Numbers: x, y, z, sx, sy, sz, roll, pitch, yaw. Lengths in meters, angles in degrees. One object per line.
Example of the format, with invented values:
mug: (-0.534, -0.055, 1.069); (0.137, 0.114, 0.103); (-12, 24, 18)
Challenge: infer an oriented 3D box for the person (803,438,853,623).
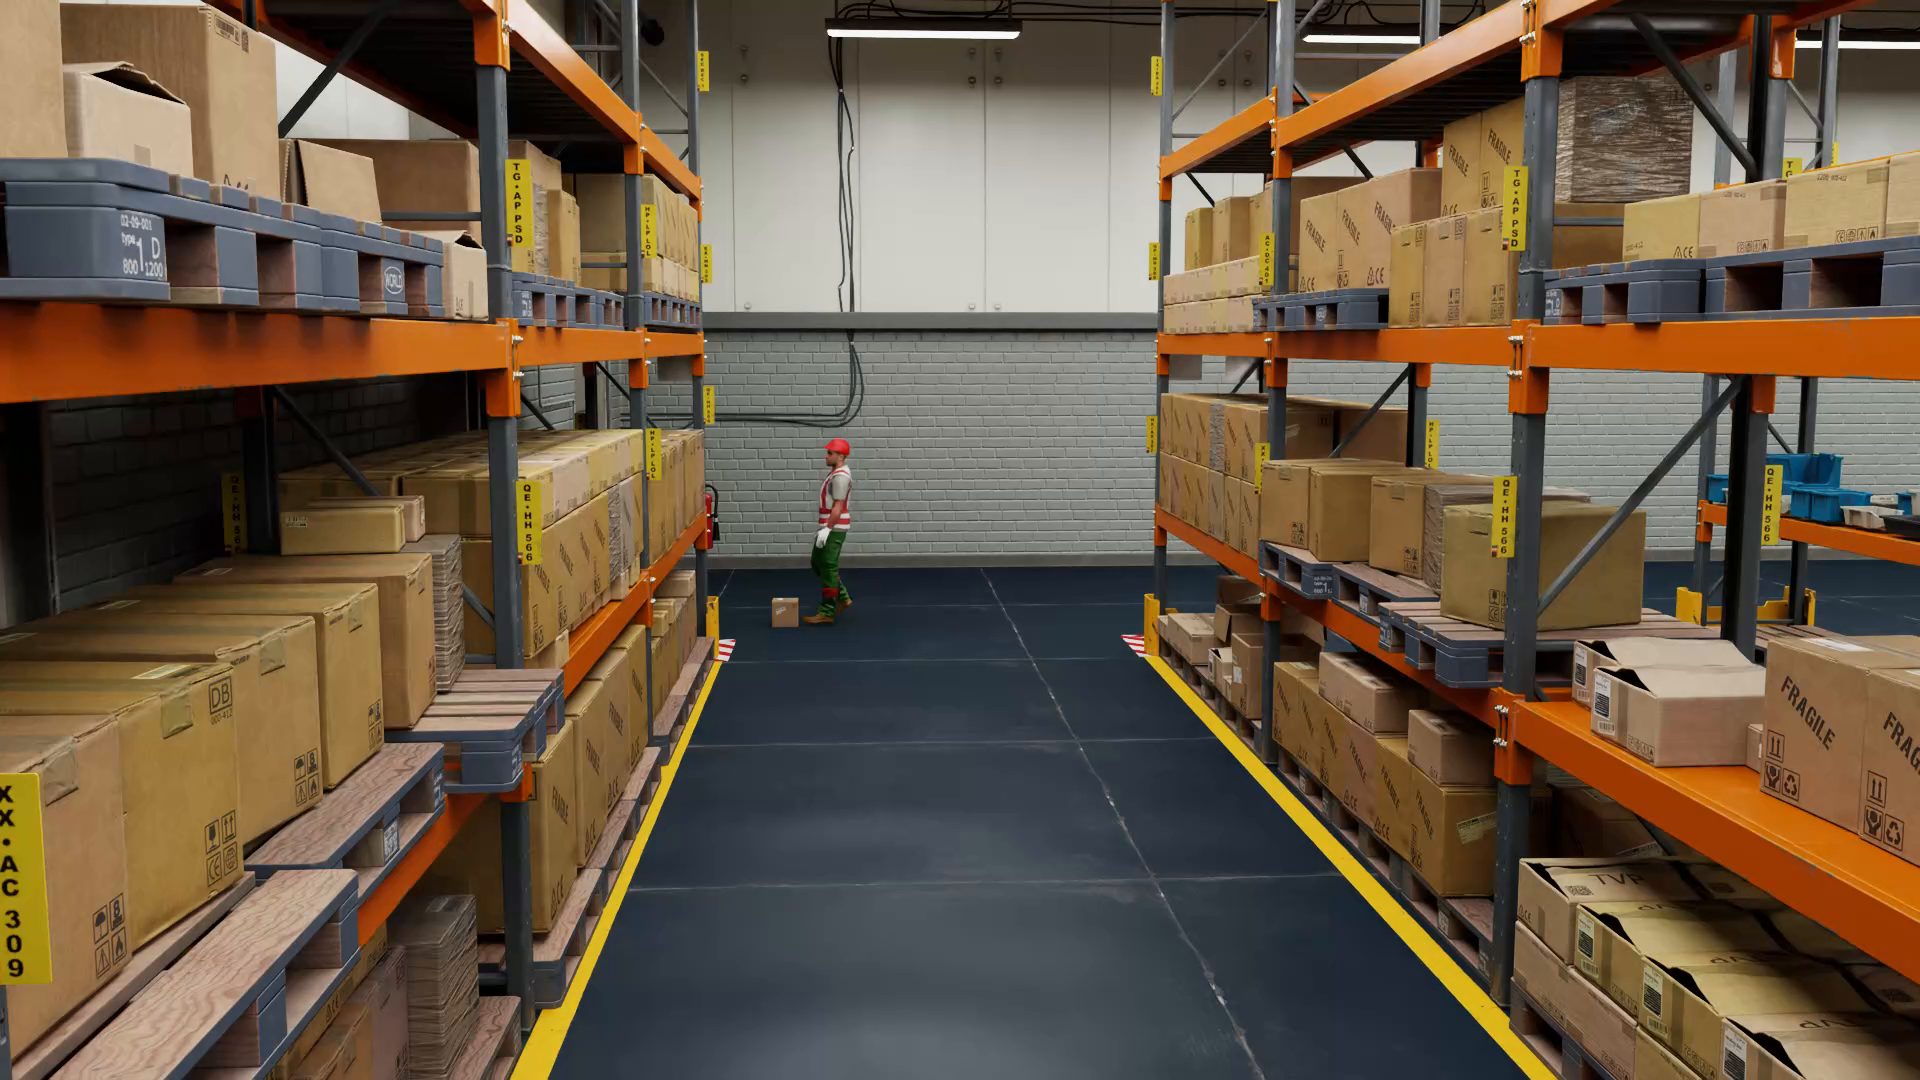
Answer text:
person: (-1.291, -0.091, 16.174); (0.496, 1.798, 0.598); (-1, 7, -5)
